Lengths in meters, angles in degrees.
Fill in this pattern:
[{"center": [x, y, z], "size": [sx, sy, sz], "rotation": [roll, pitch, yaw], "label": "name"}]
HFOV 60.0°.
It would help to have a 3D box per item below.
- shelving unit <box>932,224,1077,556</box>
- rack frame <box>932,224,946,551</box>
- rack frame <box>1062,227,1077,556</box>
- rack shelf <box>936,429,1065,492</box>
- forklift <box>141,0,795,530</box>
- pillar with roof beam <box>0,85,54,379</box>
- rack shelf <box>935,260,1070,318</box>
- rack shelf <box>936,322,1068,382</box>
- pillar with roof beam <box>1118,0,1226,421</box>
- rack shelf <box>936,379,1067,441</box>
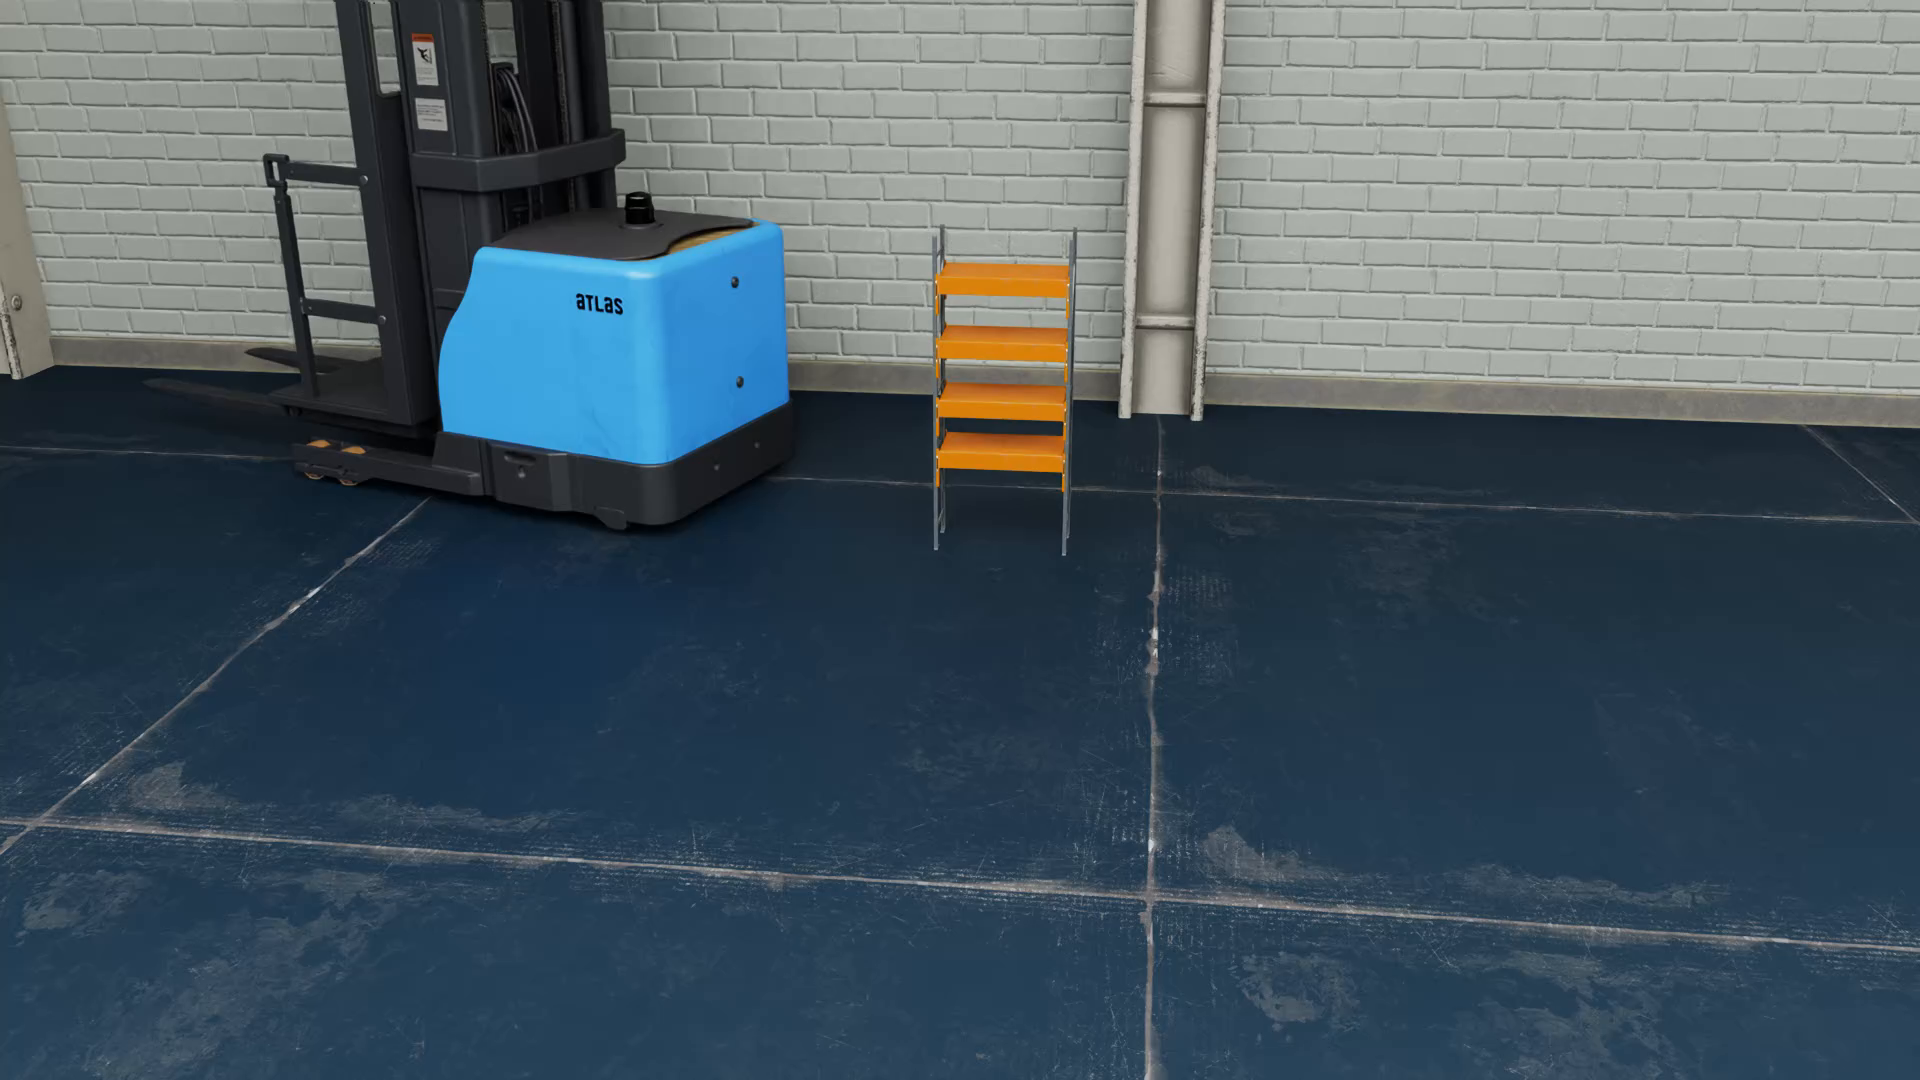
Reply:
[{"center": [0.164, -0.551, 6.201], "size": [0.503, 1.200, 0.258], "rotation": [2, 22, 6], "label": "shelving unit"}, {"center": [-0.078, -0.561, 6.228], "size": [0.015, 1.200, 0.240], "rotation": [2, 22, 6], "label": "rack frame"}, {"center": [0.407, -0.540, 6.174], "size": [0.015, 1.200, 0.240], "rotation": [2, 22, 6], "label": "rack frame"}, {"center": [0.164, -0.304, 6.299], "size": [0.480, 0.148, 0.258], "rotation": [2, 22, 6], "label": "rack shelf"}, {"center": [-2.271, -1.753, 6.887], "size": [3.031, 2.935, 1.130], "rotation": [10, 24, 24], "label": "forklift"}, {"center": [-5.496, -3.502, 3.058], "size": [0.400, 9.000, 9.100], "rotation": [2, 22, 6], "label": "pillar with roof beam"}, {"center": [0.164, -0.916, 6.057], "size": [0.480, 0.148, 0.258], "rotation": [2, 22, 6], "label": "rack shelf"}, {"center": [0.164, -0.696, 6.144], "size": [0.480, 0.148, 0.258], "rotation": [2, 22, 6], "label": "rack shelf"}, {"center": [0.462, -3.242, 2.401], "size": [0.400, 9.000, 9.100], "rotation": [2, 22, 6], "label": "pillar with roof beam"}, {"center": [0.164, -0.488, 6.226], "size": [0.480, 0.148, 0.258], "rotation": [2, 22, 6], "label": "rack shelf"}]
